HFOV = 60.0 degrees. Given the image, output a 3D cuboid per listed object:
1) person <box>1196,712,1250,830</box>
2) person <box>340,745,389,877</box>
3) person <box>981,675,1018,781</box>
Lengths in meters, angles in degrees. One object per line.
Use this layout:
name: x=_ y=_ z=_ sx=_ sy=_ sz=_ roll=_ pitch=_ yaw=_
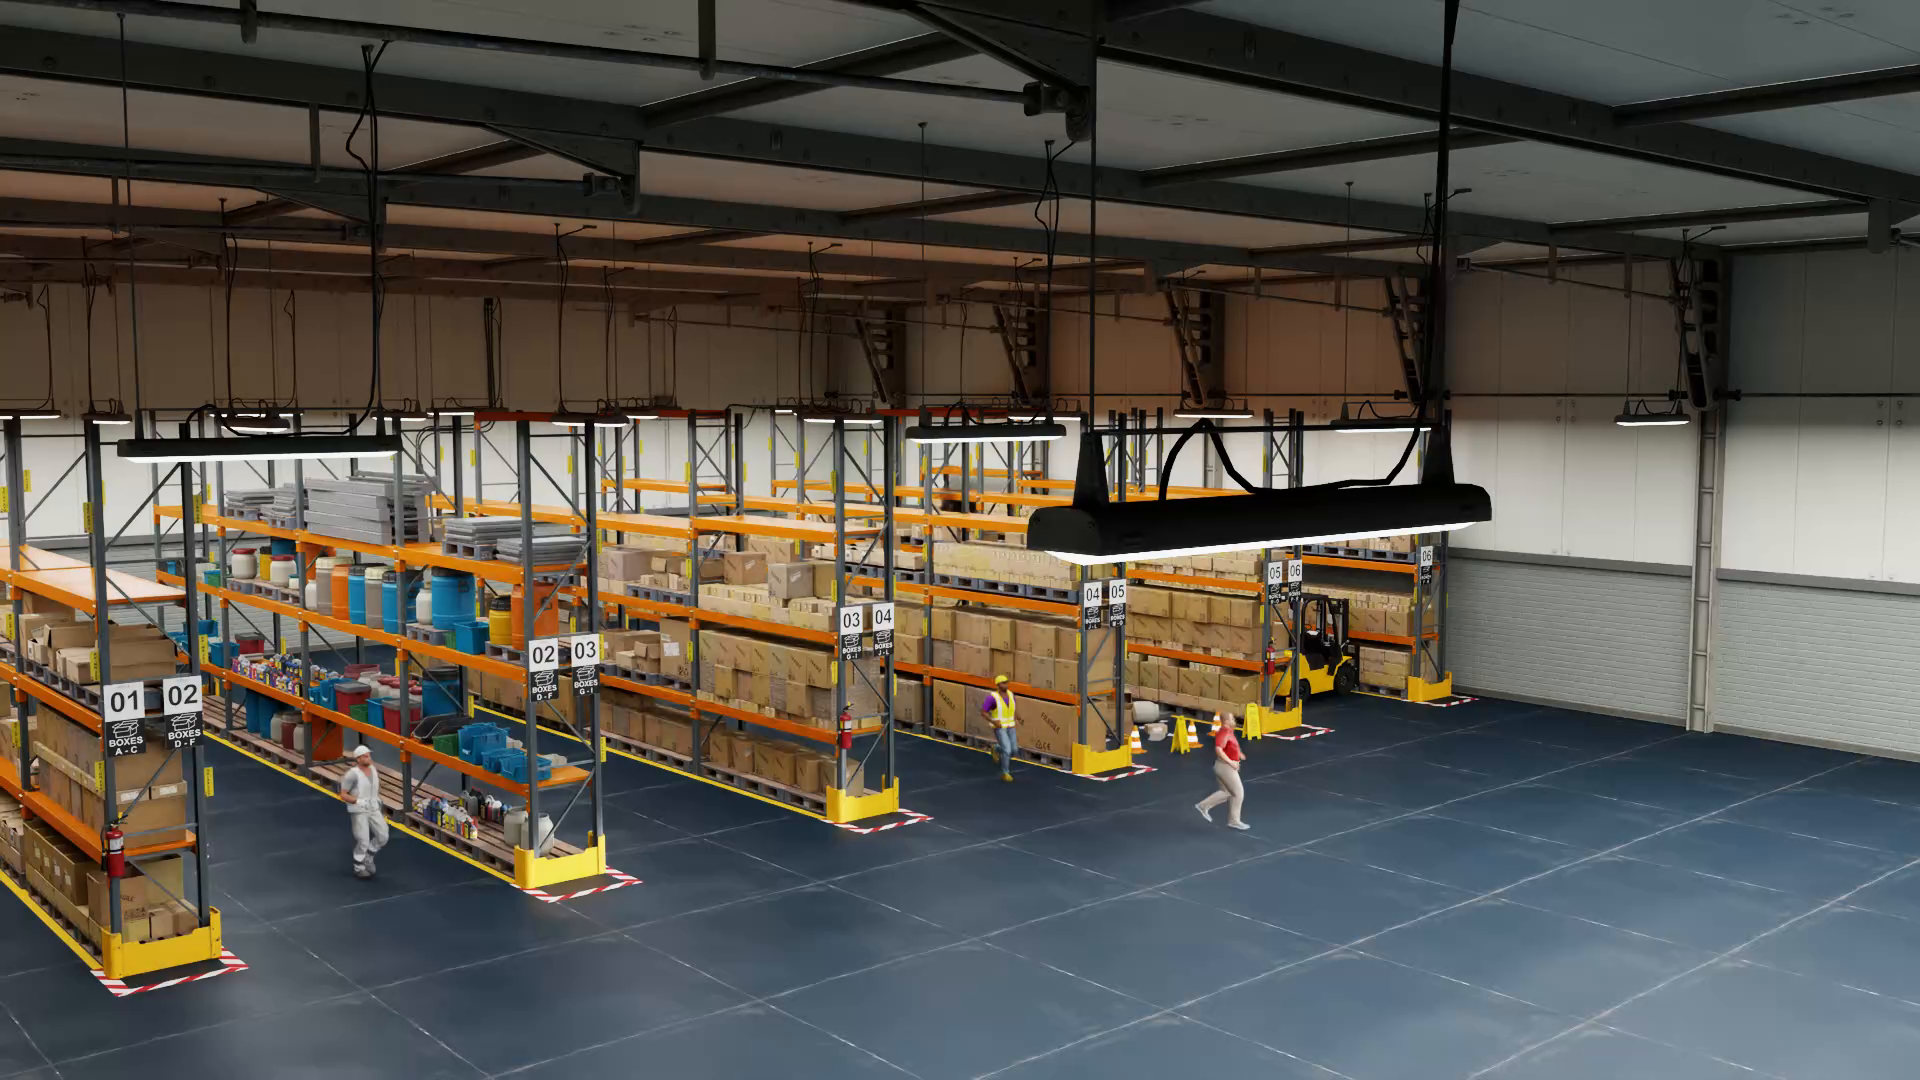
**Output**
person: x=3.842 y=3.354 z=24.231 sx=0.781 sy=1.724 sz=0.670 roll=0 pitch=5 yaw=0
person: x=-7.730 y=3.545 z=21.669 sx=0.590 sy=1.744 sz=0.663 roll=3 pitch=6 yaw=33
person: x=0.670 y=3.078 z=27.432 sx=0.725 sy=1.721 sz=0.661 roll=-4 pitch=7 yaw=-40
